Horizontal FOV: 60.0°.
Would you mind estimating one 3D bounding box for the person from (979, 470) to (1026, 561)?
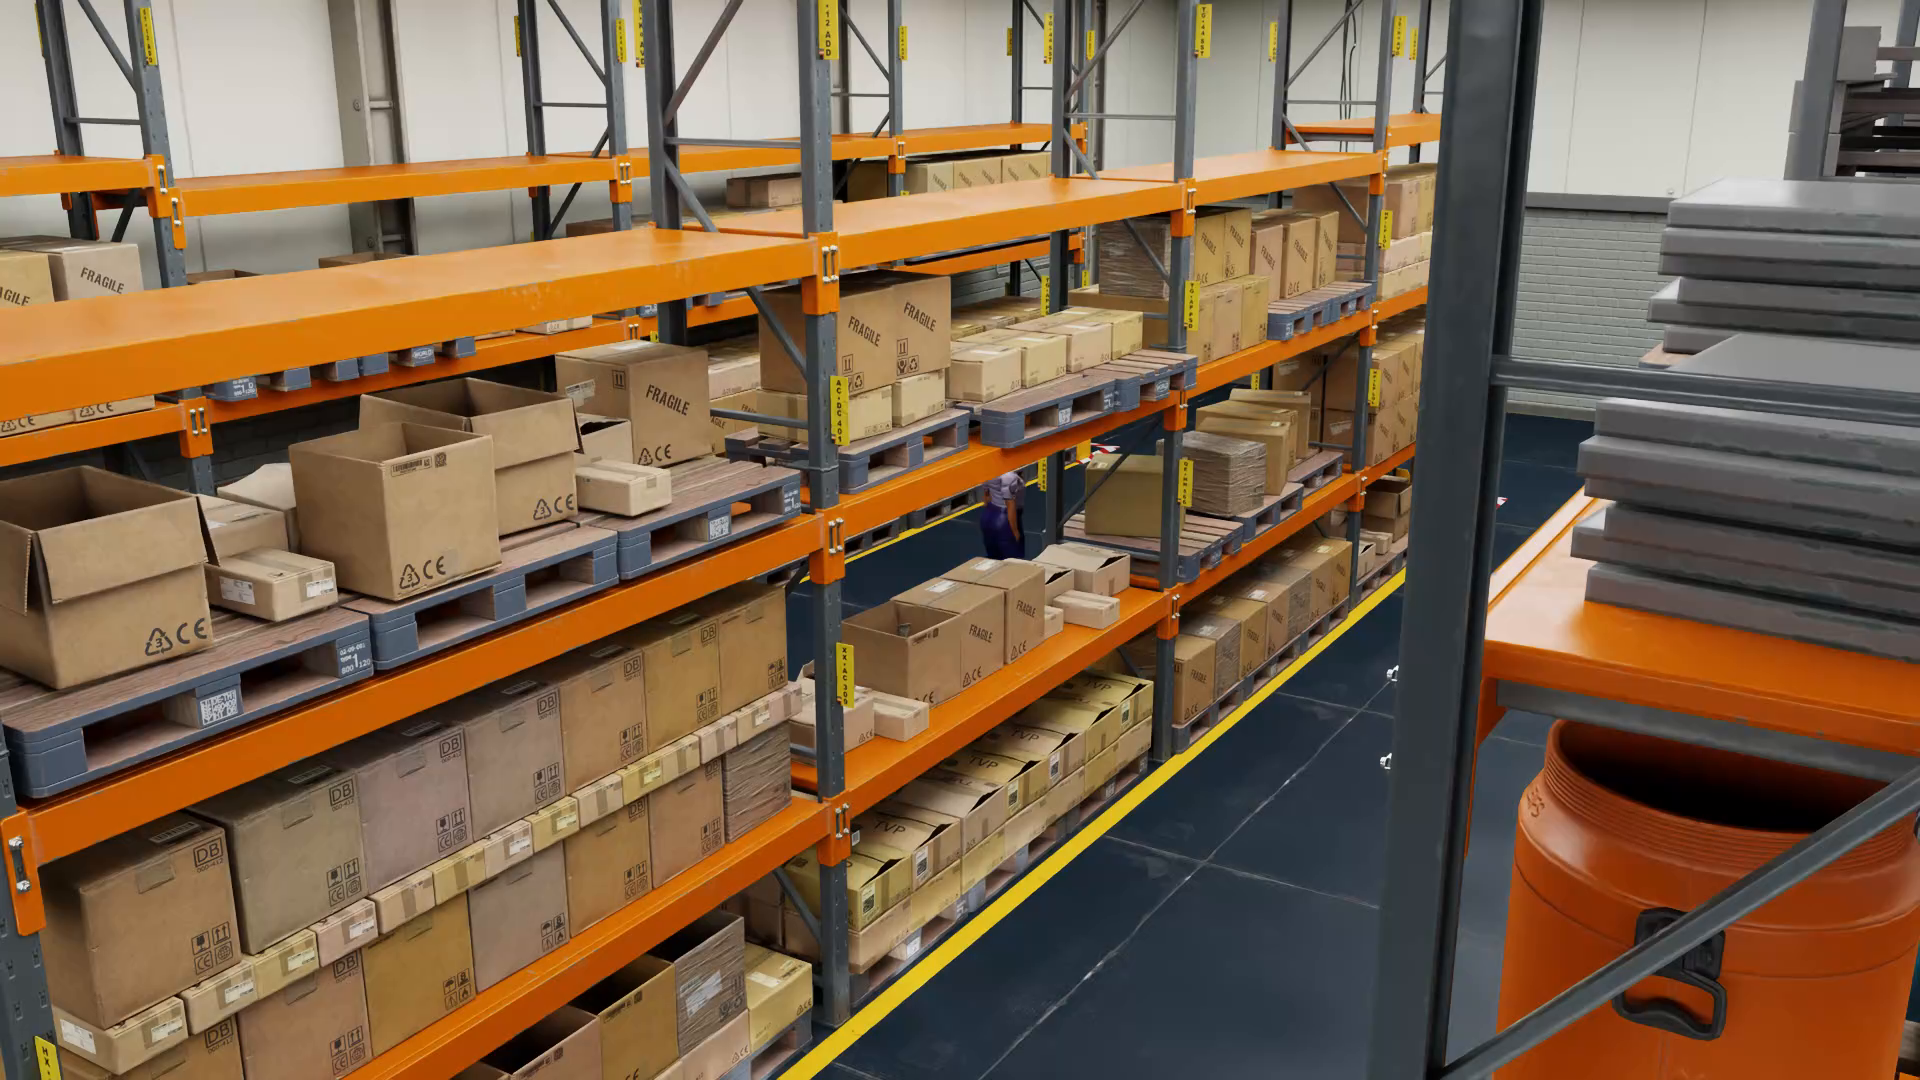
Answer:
[{"bbox_3d":[0.396,-0.112,14.938,0.392,1.665,0.610,-10,19,-30],"label":"person"}]
